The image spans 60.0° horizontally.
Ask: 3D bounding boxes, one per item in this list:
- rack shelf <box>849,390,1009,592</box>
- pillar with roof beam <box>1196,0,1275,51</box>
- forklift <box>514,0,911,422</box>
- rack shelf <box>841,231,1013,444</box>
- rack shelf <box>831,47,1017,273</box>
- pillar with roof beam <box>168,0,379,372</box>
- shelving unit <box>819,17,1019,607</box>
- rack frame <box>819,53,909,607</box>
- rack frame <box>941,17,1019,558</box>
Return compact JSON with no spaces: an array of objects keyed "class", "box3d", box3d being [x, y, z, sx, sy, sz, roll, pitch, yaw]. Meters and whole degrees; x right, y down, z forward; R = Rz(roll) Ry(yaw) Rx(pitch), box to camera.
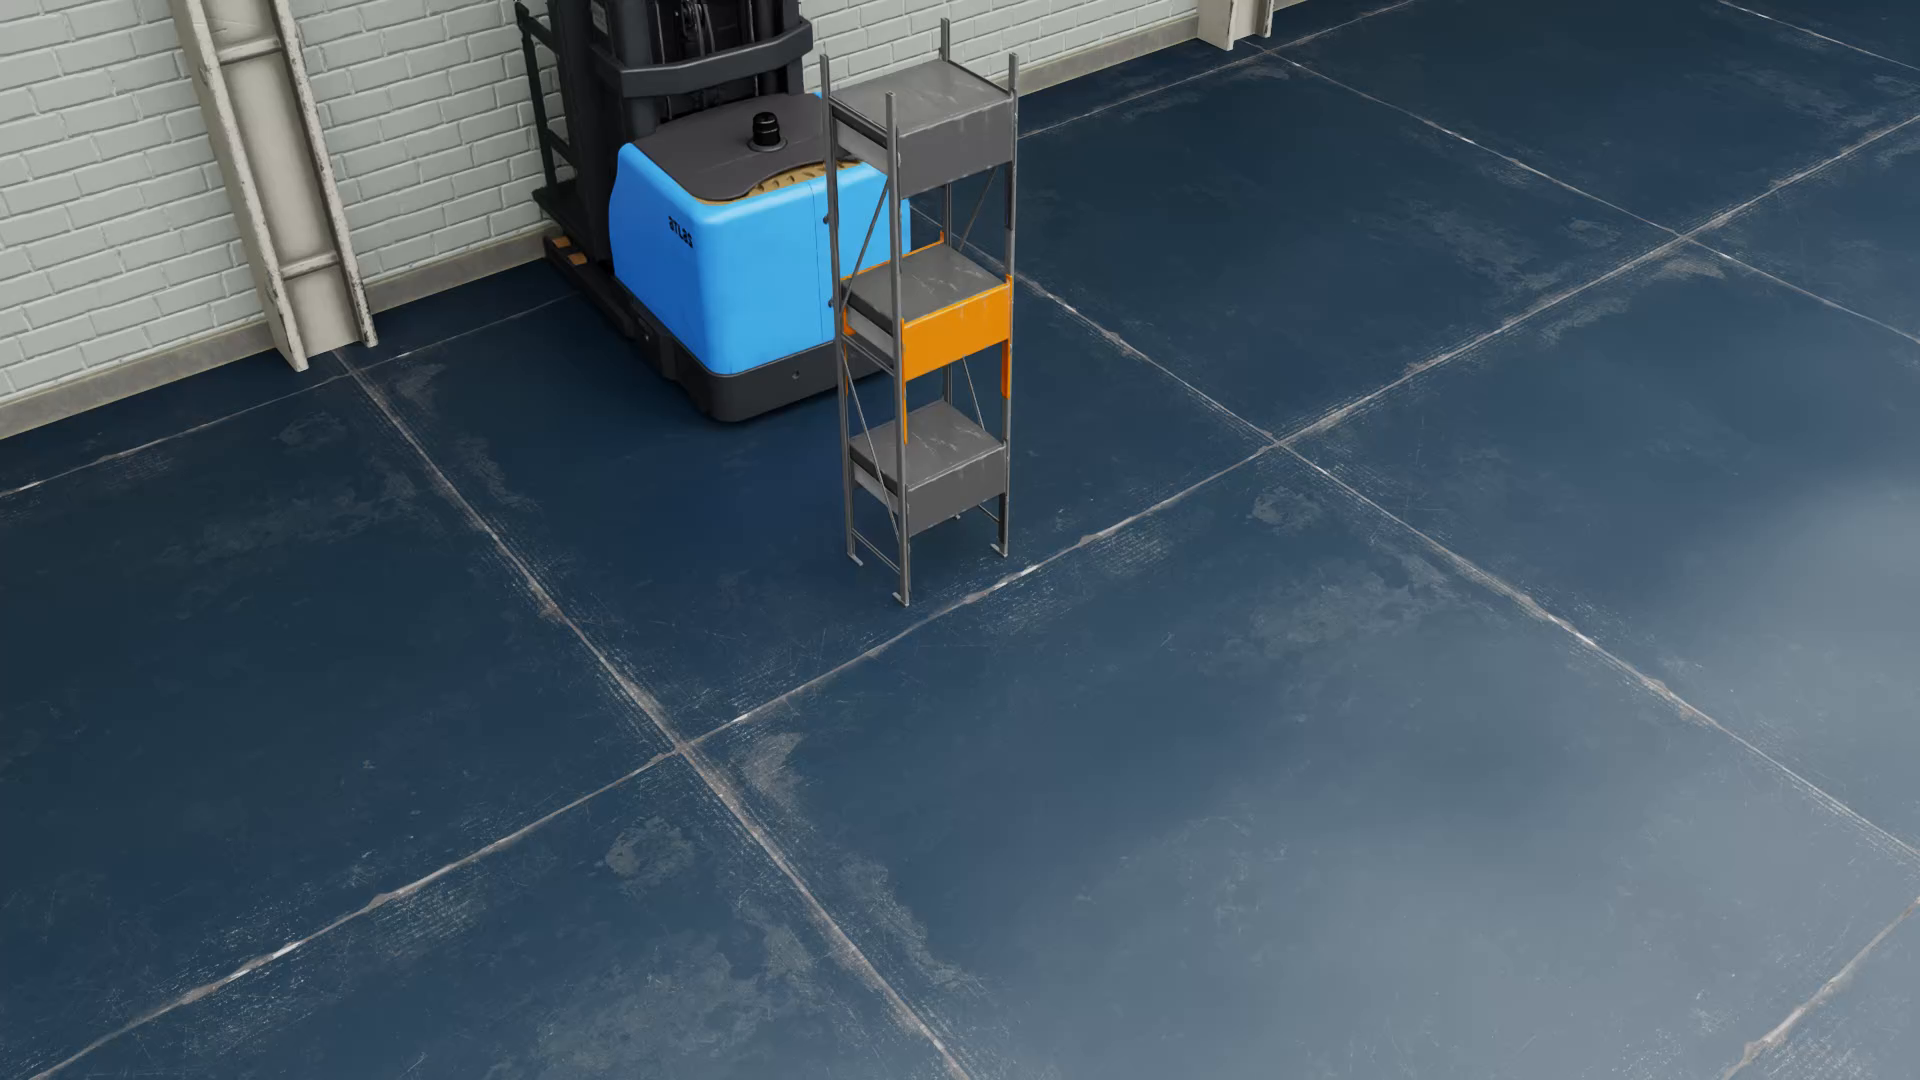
[{"class":"rack shelf","box3d":[-0.131,-0.196,6.459,0.480,0.518,0.431,-26,46,-28]},{"class":"pillar with roof beam","box3d":[4.376,-4.564,5.218,0.400,9.000,9.100,-26,46,-28]},{"class":"forklift","box3d":[-1.438,-2.549,7.546,1.130,2.935,3.031,-23,45,-25]},{"class":"rack shelf","box3d":[-0.131,-0.737,6.015,0.480,0.518,0.431,-26,46,-28]},{"class":"rack shelf","box3d":[-0.131,-1.278,5.571,0.480,0.518,0.431,-26,46,-28]},{"class":"pillar with roof beam","box3d":[-0.381,-2.245,2.391,0.400,9.000,9.100,-26,46,-28]},{"class":"shelving unit","box3d":[-0.131,-0.748,6.006,0.503,2.100,0.431,-26,46,-28]},{"class":"rack frame","box3d":[-0.325,-0.654,5.891,0.015,2.100,0.400,-26,46,-28]},{"class":"rack frame","box3d":[0.062,-0.842,6.121,0.015,2.100,0.400,-26,46,-28]}]
